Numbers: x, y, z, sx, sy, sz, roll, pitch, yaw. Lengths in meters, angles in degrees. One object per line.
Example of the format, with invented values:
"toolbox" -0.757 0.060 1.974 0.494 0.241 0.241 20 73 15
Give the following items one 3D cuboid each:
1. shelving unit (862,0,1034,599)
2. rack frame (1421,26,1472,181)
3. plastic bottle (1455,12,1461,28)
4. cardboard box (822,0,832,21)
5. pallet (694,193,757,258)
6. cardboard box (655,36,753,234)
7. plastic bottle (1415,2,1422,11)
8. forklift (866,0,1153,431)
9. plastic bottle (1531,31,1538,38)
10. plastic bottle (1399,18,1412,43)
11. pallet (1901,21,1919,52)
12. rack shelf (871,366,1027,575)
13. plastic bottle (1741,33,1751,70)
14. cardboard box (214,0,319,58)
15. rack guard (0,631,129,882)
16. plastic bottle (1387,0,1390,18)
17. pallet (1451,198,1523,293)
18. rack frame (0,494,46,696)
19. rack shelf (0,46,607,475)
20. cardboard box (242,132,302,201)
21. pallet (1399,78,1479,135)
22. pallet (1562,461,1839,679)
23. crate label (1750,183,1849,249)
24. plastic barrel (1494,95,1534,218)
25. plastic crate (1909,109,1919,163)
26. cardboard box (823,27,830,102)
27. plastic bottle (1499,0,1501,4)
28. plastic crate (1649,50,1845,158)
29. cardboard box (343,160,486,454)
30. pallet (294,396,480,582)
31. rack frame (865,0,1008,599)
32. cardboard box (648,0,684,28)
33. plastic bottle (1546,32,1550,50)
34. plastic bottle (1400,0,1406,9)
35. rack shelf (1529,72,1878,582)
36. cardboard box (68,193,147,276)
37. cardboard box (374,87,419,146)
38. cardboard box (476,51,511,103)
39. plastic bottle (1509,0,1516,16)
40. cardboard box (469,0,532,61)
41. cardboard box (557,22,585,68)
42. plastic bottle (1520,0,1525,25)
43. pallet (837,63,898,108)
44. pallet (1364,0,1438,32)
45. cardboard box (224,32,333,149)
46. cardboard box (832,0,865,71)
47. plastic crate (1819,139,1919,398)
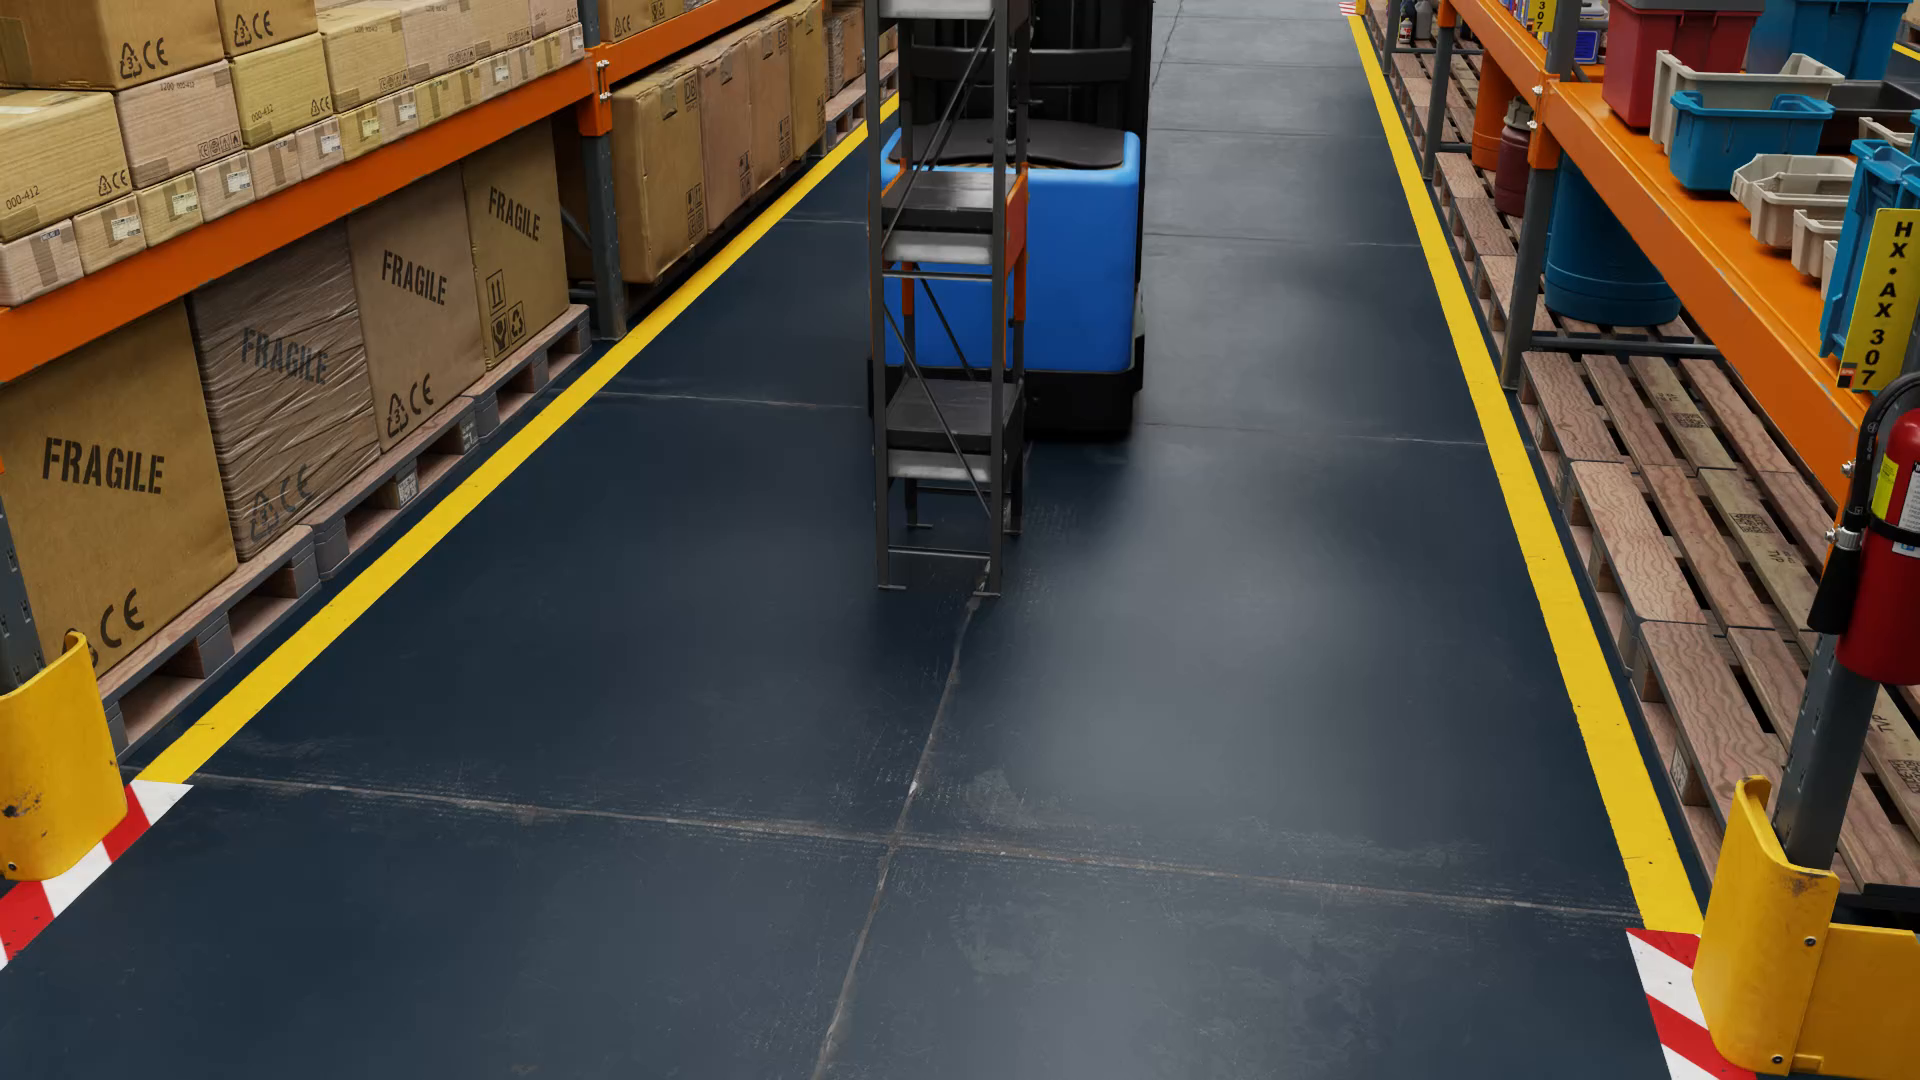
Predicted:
"shelving unit" -0.027 -0.882 5.157 0.431 2.100 0.503 4 25 9
"rack frame" 3.475 -3.658 10.027 1.000 3.000 0.127 4 25 9
"plastic bottle" 4.620 -4.862 15.293 0.152 0.276 0.135 4 25 9
"cardboard box" -1.255 -3.913 12.116 0.500 0.250 0.500 7 26 14
"pallet" -1.816 -1.905 9.571 1.003 0.211 1.213 4 25 9
"cardboard box" -1.835 -2.199 8.920 1.225 0.875 0.875 3 25 7
"plastic bottle" 4.131 -4.666 14.875 0.152 0.276 0.135 4 25 9
"forklift" 0.301 -2.343 7.298 1.130 2.935 3.031 2 25 5
"plastic bottle" 2.679 -2.447 7.498 0.144 0.351 0.185 4 25 9
"plastic bottle" 3.881 -4.436 14.471 0.097 0.201 0.097 0 25 0
"pallet" 9.383 -4.565 15.253 1.003 0.211 1.213 4 25 9
"rack shelf" -0.027 -0.235 5.460 0.431 0.518 0.480 4 25 9
"plastic bottle" 3.205 -2.104 6.766 0.144 0.351 0.185 4 25 9
"cardboard box" -2.213 -1.670 4.721 0.500 0.500 0.500 3 25 7
"rack guard" -2.723 0.487 4.120 1.175 0.500 0.348 4 25 9
"plastic bottle" 4.124 -5.143 15.884 0.061 0.283 0.133 4 25 9
"pallet" 3.186 -1.554 8.820 1.003 0.211 1.213 4 25 9
"rack frame" -2.719 -0.655 3.612 1.000 3.000 0.127 4 25 9
"rack shelf" -2.392 -1.166 5.551 1.077 0.370 4.000 4 25 9
"cardboard box" -2.169 -1.097 4.852 0.380 0.149 0.250 4 25 7
"pallet" 3.842 -3.225 12.391 1.003 0.211 1.213 4 25 9
"pallet" 2.543 0.100 5.288 1.003 0.211 1.213 4 25 9
"crate label" 2.205 -0.812 4.186 0.396 0.136 0.243 4 25 9
"plastic barrel" 3.228 -2.078 9.000 0.600 0.588 0.708 4 25 9
"plastic crate" 2.797 -1.020 4.518 0.416 0.233 0.300 4 25 9
"cardboard box" -1.321 -3.350 11.798 0.700 0.500 0.500 3 25 6
"plastic bottle" 2.851 -2.911 8.584 0.097 0.271 0.097 0 25 0
"plastic crate" 2.390 -1.333 5.128 0.437 0.282 0.530 4 25 9
"cardboard box" -2.399 -0.909 6.165 0.875 0.875 0.875 4 25 9
"pallet" -2.463 -0.241 6.016 1.003 0.211 1.213 4 25 9
"rack frame" -0.067 -0.780 4.939 0.400 2.100 0.015 4 25 9
"cardboard box" -1.662 -2.759 7.988 0.500 0.500 0.500 4 25 9
"plastic bottle" 2.560 -2.219 7.091 0.061 0.283 0.133 4 25 9
"plastic bottle" 3.981 -4.700 14.859 0.144 0.351 0.185 3 25 6
"rack shelf" 2.495 -0.823 4.818 1.077 0.370 4.000 4 25 9
"cardboard box" -2.294 -0.774 4.163 0.380 0.149 0.250 4 25 8
"cardboard box" -2.044 -1.420 5.542 0.380 0.149 0.250 4 25 9
"cardboard box" -1.918 -1.742 6.229 0.380 0.149 0.250 4 25 9
"plastic bottle" 2.762 -2.736 8.195 0.061 0.283 0.133 4 25 9
"cardboard box" -1.960 -1.976 6.258 0.500 0.250 0.500 5 26 10
"cardboard box" -1.792 -2.064 6.918 0.380 0.149 0.250 4 25 9
"plastic bottle" 2.723 -2.553 7.900 0.097 0.201 0.097 0 25 0
"pallet" -1.080 -3.574 13.136 1.003 0.211 1.213 4 25 9
"pallet" 4.679 -5.366 16.966 1.003 0.211 1.213 4 25 9
"cardboard box" -2.210 -1.332 4.883 0.500 0.250 0.500 3 25 7
"cardboard box" -1.067 -4.054 13.302 0.700 0.500 0.500 2 25 4
"plastic crate" 2.038 -0.508 3.185 0.616 0.435 0.499 4 25 9
